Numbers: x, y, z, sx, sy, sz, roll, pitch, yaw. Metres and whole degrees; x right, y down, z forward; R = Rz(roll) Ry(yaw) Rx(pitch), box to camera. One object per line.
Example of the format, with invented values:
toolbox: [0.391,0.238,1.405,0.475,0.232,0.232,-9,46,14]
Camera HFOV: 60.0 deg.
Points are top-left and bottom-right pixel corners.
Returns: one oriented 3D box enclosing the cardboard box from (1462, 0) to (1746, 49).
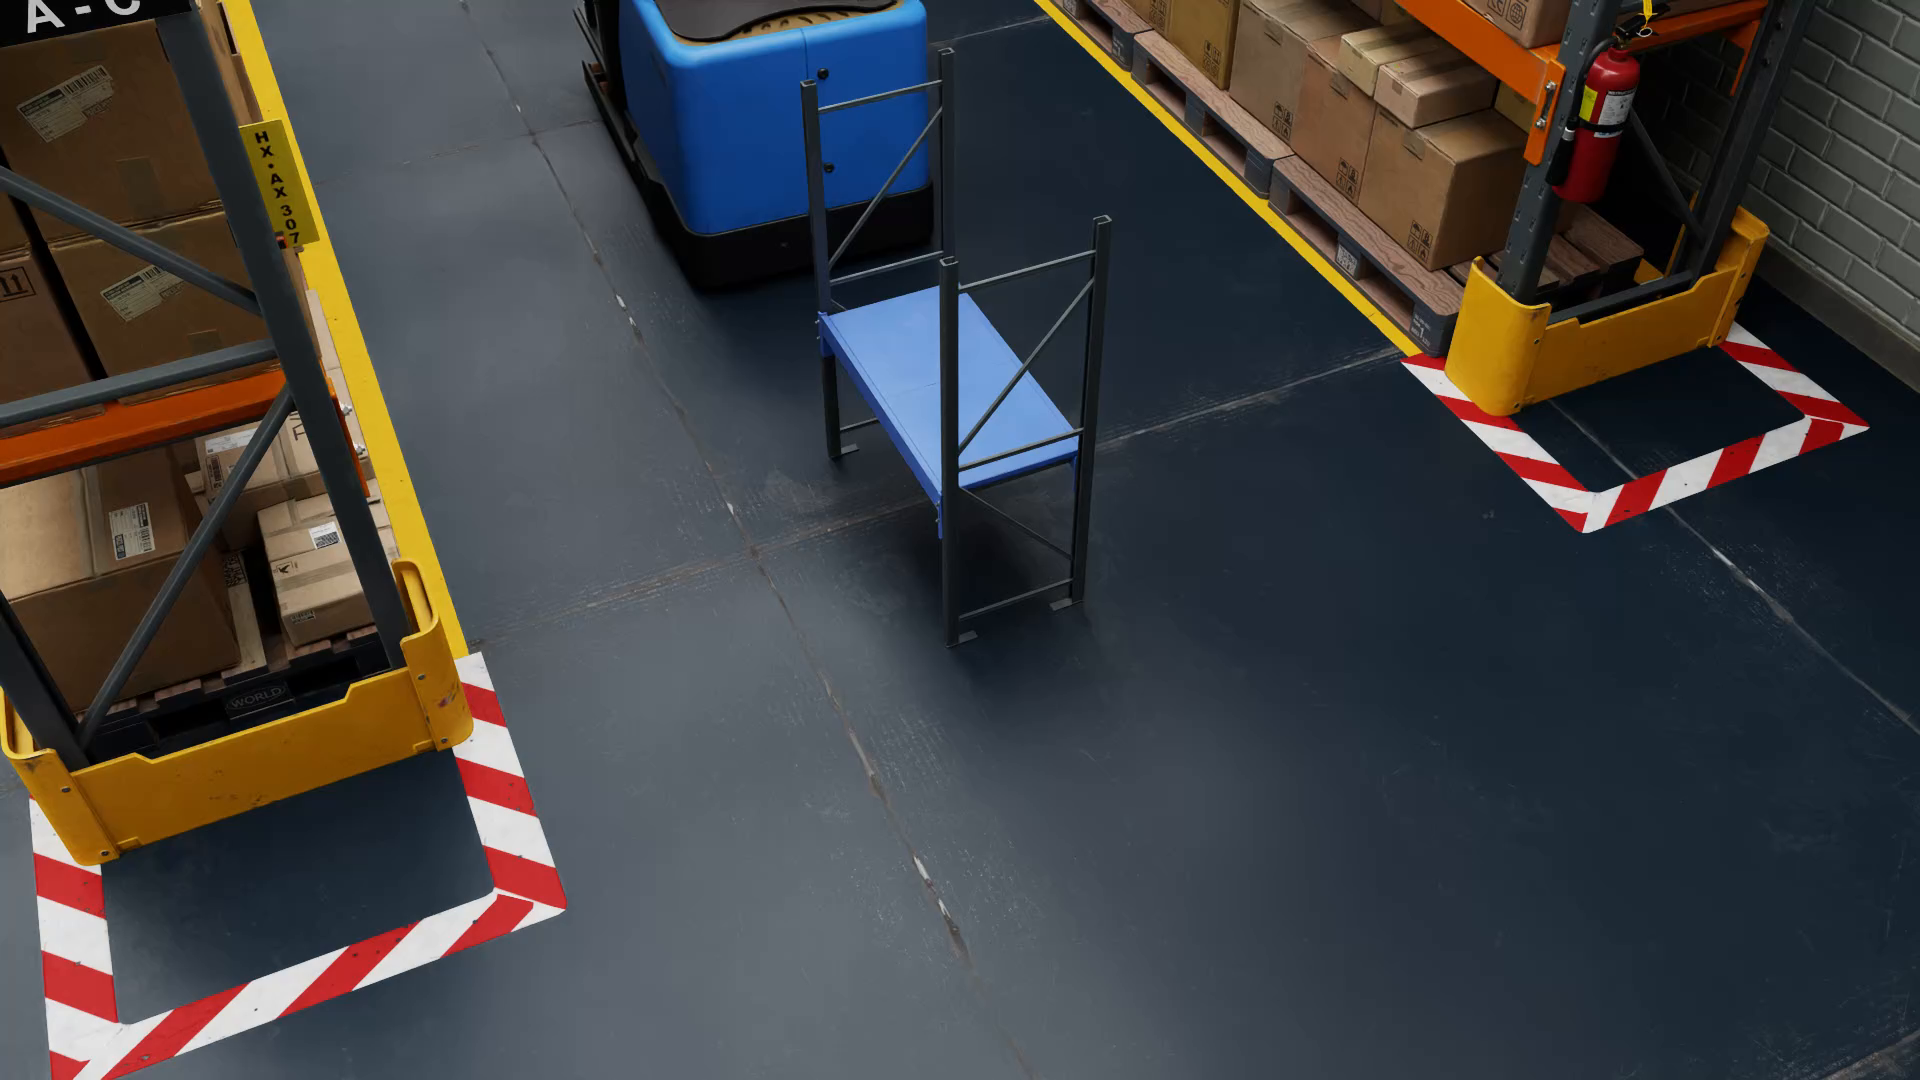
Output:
cardboard box: [2.212,-2.239,5.670,0.980,0.700,0.700,-16,47,-16]

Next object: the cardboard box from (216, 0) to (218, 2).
cardboard box: [-3.722,-2.541,7.656,0.500,0.500,0.500,-20,48,-19]

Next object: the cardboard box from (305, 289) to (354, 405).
cardboard box: [-2.449,-0.591,5.857,0.500,0.250,0.500,-18,47,-17]

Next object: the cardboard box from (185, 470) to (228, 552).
cardboard box: [-2.598,-0.052,5.371,0.380,0.166,0.250,-18,47,-17]

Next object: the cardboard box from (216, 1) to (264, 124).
cardboard box: [-3.242,-1.882,6.988,0.500,0.500,0.500,-18,47,-17]

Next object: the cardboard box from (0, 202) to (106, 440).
cardboard box: [-2.493,-0.586,4.137,0.500,0.500,0.500,-17,47,-16]

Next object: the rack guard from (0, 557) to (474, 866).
rack guard: [-2.089,0.496,4.891,1.175,0.500,0.348,-18,47,-17]

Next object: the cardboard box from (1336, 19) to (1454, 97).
cardboard box: [1.723,-1.908,6.567,0.380,0.149,0.250,-17,47,-16]

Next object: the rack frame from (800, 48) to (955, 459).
rack frame: [-0.250,-0.912,5.607,0.500,1.500,0.032,-18,47,-17]

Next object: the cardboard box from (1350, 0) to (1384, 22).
cardboard box: [1.858,-2.341,7.006,0.380,0.149,0.250,-17,47,-17]

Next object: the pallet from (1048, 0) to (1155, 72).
pallet: [1.002,-2.859,8.497,1.003,0.211,1.213,-18,47,-17]

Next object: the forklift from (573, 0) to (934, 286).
forklift: [-1.130,-3.113,6.818,1.130,2.935,3.031,-16,47,-15]

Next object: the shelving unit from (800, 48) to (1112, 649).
shelving unit: [-0.036,-0.588,5.278,0.538,1.500,1.048,-18,47,-17]

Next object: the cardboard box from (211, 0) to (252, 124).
cardboard box: [-2.435,-1.389,4.951,0.500,0.500,0.500,-18,47,-18]

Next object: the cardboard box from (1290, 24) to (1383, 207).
cardboard box: [1.840,-1.806,6.925,0.700,0.500,0.500,-18,47,-18]

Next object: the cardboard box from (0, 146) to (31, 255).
cardboard box: [-2.494,-0.939,3.783,0.500,0.500,0.500,-18,48,-18]

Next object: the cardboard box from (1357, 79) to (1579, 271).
cardboard box: [2.050,-1.487,6.602,0.700,0.500,0.500,-18,47,-17]

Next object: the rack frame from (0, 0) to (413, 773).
rack frame: [-2.057,-0.345,3.964,1.000,3.000,0.127,-18,47,-17]

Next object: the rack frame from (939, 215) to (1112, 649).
rack frame: [0.178,-0.264,4.950,0.500,1.500,0.032,-18,47,-17]

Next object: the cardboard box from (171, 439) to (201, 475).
cardboard box: [-2.882,-0.411,5.675,0.500,0.250,0.500,-18,47,-17]

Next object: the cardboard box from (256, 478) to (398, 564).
cardboard box: [-2.027,-0.021,5.340,0.380,0.166,0.250,-18,47,-17]

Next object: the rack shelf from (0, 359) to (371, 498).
rack shelf: [-2.898,-1.364,5.509,1.077,0.370,4.000,-18,47,-17]

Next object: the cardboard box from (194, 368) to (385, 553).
cardboard box: [-2.239,-0.272,5.534,0.500,0.250,0.500,-18,47,-17]

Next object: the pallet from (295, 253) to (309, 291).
pallet: [-2.935,-0.685,6.294,1.003,0.211,1.213,-18,47,-17]

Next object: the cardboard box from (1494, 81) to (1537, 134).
cardboard box: [2.284,-1.697,6.353,0.380,0.149,0.250,-18,47,-17]

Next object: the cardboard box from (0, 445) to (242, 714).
cardboard box: [-2.510,0.114,4.965,0.500,0.500,0.500,-18,47,-17]

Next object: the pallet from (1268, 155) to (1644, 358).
pallet: [2.028,-1.304,6.922,1.003,0.211,1.213,-18,47,-17]

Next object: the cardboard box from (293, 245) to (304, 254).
cardboard box: [-2.927,-1.336,6.570,0.500,0.311,0.500,-18,47,-17]

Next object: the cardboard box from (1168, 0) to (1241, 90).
cardboard box: [1.397,-2.463,7.592,0.700,0.500,0.500,-17,47,-16]

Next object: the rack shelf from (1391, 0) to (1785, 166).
rack shelf: [1.594,-2.829,6.994,1.077,0.370,4.000,-18,47,-17]

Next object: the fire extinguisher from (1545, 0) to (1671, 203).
fire extinguisher: [2.080,-1.418,5.372,0.296,0.674,0.183,-18,47,-17]

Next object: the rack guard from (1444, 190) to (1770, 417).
rack guard: [2.446,-0.905,6.312,1.175,0.500,0.348,-18,47,-17]

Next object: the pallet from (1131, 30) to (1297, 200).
pallet: [1.519,-2.081,7.708,1.003,0.211,1.213,-18,47,-17]

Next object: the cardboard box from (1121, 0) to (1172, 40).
cardboard box: [1.183,-2.791,7.924,0.700,0.500,0.500,-18,48,-18]

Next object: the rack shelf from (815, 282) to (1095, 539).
rack shelf: [-0.036,-0.460,5.405,0.538,0.185,1.000,-18,47,-17]

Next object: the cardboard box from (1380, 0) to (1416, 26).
cardboard box: [1.966,-2.179,6.842,0.380,0.149,0.250,-18,47,-17]

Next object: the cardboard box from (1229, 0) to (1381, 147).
cardboard box: [1.628,-2.126,7.250,0.700,0.500,0.500,-19,48,-19]

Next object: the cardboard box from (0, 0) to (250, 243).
cardboard box: [-2.005,-1.097,3.943,0.500,0.500,0.500,-17,47,-16]

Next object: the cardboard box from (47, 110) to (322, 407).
cardboard box: [-2.005,-0.741,4.295,0.500,0.500,0.500,-17,47,-17]

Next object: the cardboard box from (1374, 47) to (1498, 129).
cardboard box: [1.831,-1.746,6.402,0.380,0.149,0.250,-19,48,-18]

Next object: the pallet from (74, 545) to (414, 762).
pallet: [-2.426,0.091,5.507,1.003,0.211,1.213,-18,47,-17]

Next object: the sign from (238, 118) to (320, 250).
sign: [-1.565,-0.814,3.823,0.100,0.325,0.005,-18,47,-17]

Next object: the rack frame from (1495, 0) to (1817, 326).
rack frame: [2.435,-1.810,5.449,1.000,3.000,0.127,-18,47,-17]

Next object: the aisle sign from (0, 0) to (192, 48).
aisle sign: [-1.762,-1.314,3.095,0.394,0.787,0.004,-18,47,-17]

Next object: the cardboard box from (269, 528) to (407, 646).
cardboard box: [-1.922,0.145,5.184,0.380,0.149,0.250,-18,47,-17]

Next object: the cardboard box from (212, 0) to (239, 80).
cardboard box: [-2.644,-1.708,5.274,0.500,0.500,0.500,-17,47,-17]
